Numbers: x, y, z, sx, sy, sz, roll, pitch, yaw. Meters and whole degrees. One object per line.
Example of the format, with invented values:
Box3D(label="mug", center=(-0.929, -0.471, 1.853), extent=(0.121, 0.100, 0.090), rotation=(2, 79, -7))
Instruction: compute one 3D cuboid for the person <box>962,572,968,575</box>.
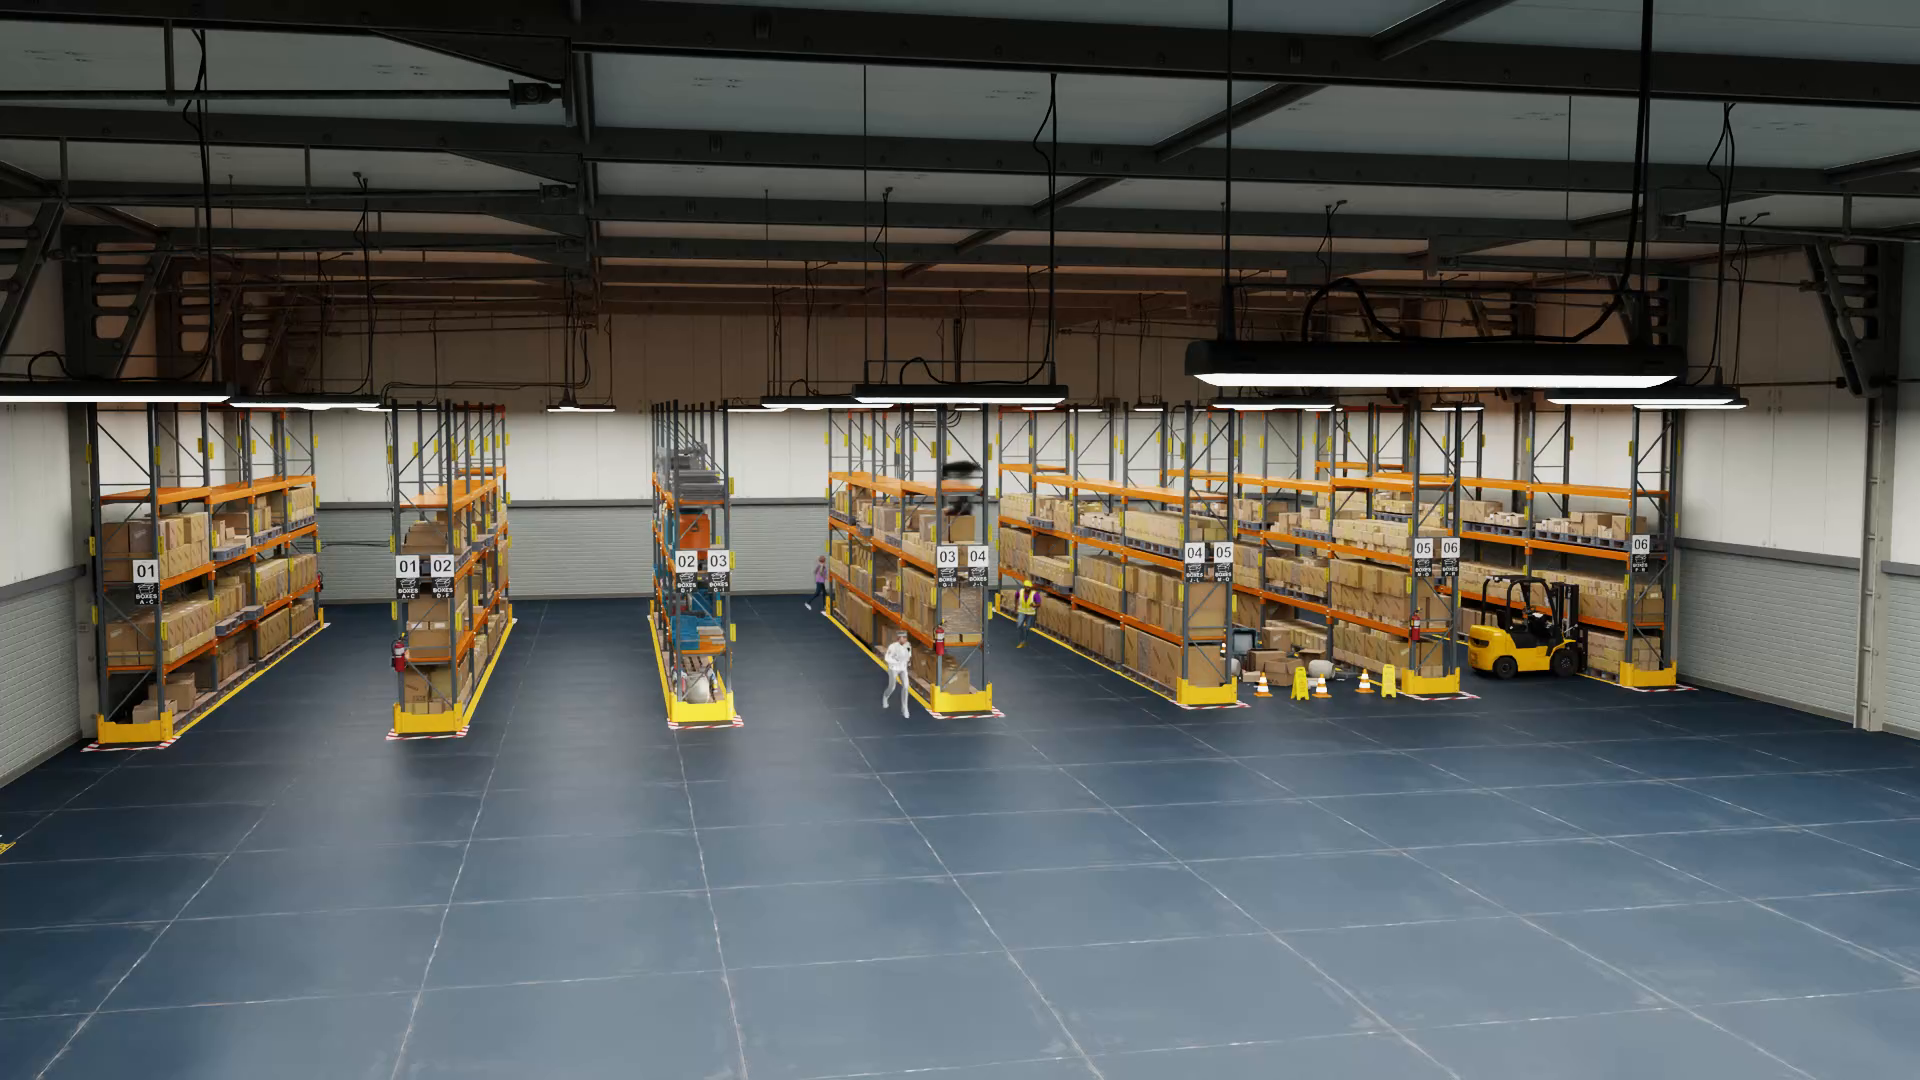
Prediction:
Box3D(label="person", center=(0.048, 1.241, 49.406), extent=(0.526, 1.563, 0.753), rotation=(1, 4, 10))

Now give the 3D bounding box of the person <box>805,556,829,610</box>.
Box3D(label="person", center=(-4.091, 1.243, 48.535), extent=(0.861, 1.573, 0.532), rotation=(-1, 4, -11))

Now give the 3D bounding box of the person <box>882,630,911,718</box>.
Box3D(label="person", center=(-1.212, 2.515, 31.871), extent=(0.652, 1.658, 1.006), rotation=(-3, 5, -31))

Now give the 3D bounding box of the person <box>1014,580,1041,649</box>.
Box3D(label="person", center=(1.661, 1.798, 40.716), extent=(0.666, 1.691, 0.961), rotation=(0, 4, 3))
